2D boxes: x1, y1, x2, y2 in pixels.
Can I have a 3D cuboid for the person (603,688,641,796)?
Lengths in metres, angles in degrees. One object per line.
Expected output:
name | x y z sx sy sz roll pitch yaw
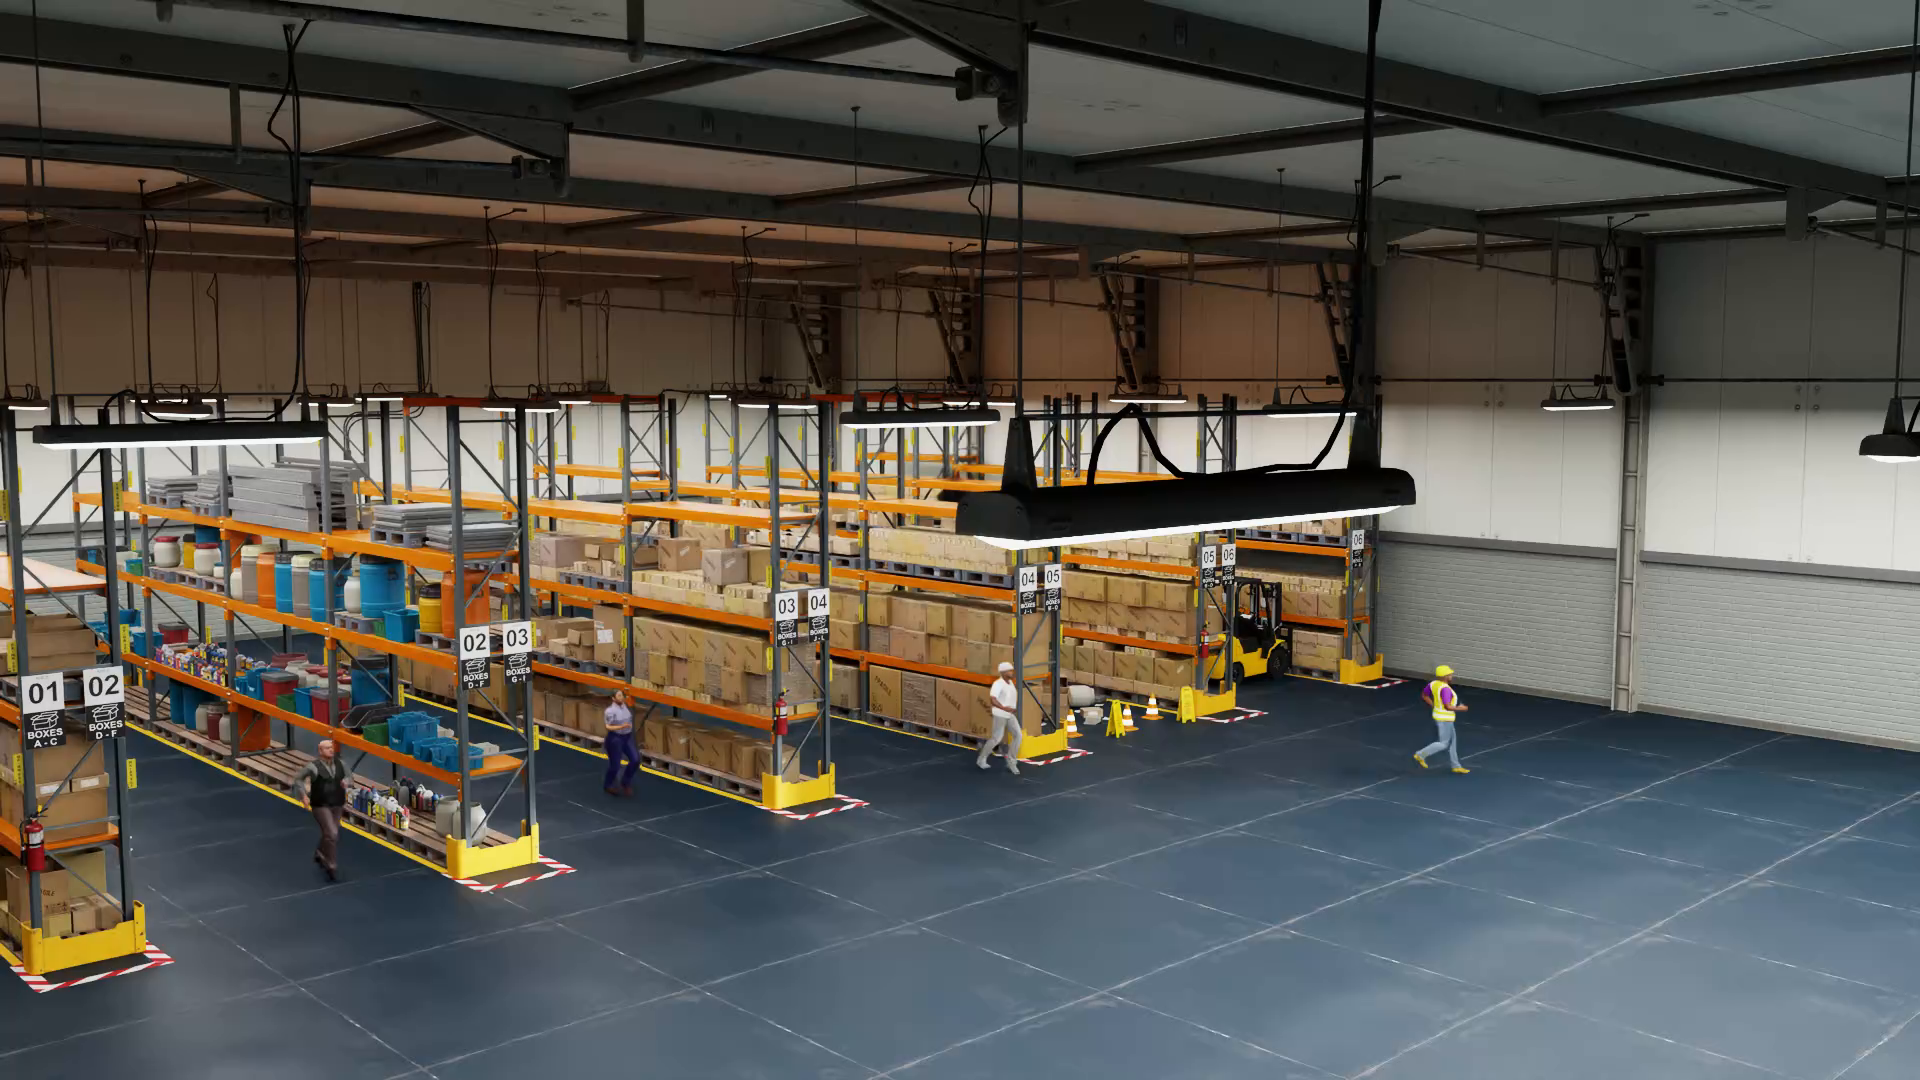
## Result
person | -5.148 3.129 25.263 0.661 1.590 0.586 4 7 34

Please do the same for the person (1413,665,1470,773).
person | 7.721 2.876 26.581 0.957 1.762 0.700 0 6 -2

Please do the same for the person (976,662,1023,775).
person | 0.717 2.870 26.925 0.737 1.789 0.760 3 7 32

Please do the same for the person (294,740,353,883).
person | -8.050 3.422 21.165 0.769 1.774 0.629 4 7 34
